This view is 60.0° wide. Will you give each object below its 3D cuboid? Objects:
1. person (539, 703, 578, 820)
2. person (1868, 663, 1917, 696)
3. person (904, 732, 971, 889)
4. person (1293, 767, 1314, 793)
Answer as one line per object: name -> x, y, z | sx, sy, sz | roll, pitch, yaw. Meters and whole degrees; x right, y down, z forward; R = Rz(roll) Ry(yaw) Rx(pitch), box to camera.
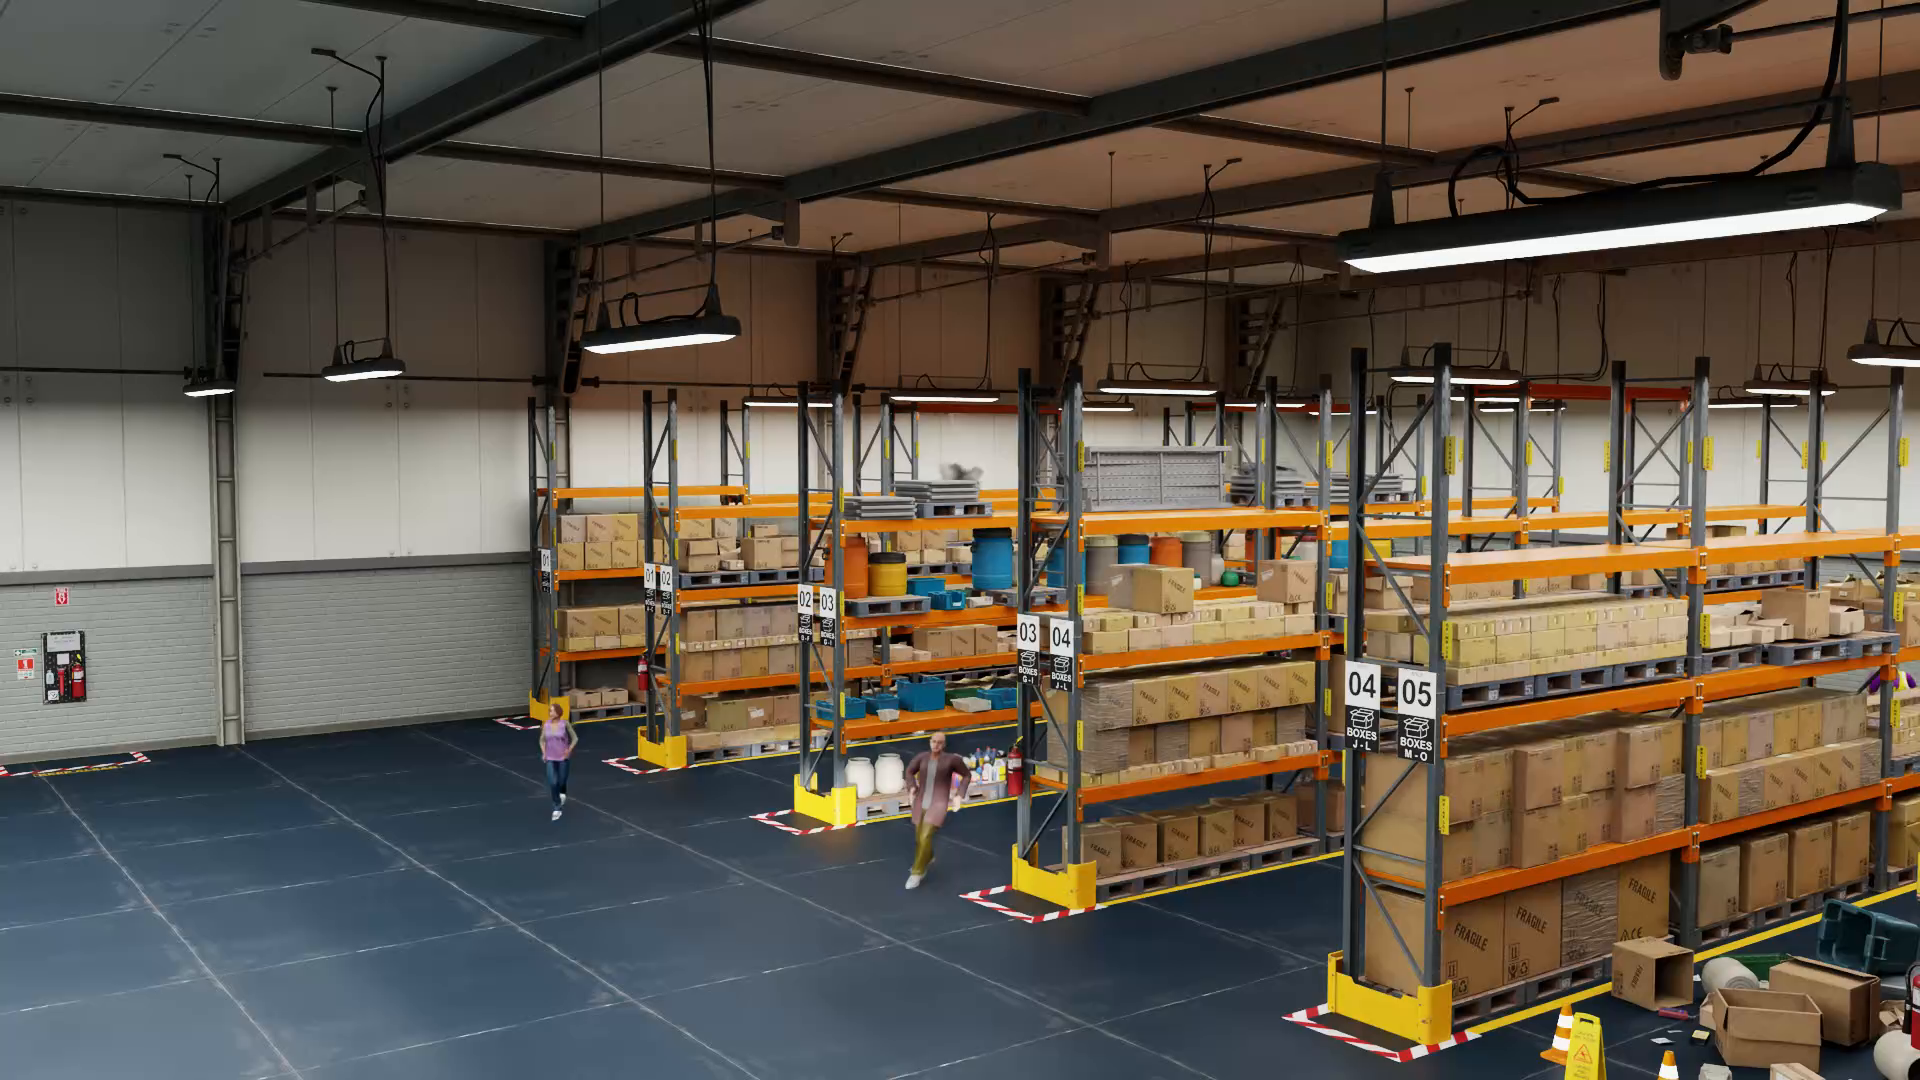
person -> -5.554, 3.035, 22.984 | 0.535, 1.577, 0.579 | 0, 3, -2
person -> 15.159, 2.729, 26.992 | 0.713, 1.699, 0.791 | 1, 3, 10
person -> -0.309, 3.142, 19.499 | 0.766, 1.807, 0.857 | 2, 4, 27
person -> 5.110, 2.861, 24.775 | 0.554, 1.738, 0.797 | 3, 5, 45
